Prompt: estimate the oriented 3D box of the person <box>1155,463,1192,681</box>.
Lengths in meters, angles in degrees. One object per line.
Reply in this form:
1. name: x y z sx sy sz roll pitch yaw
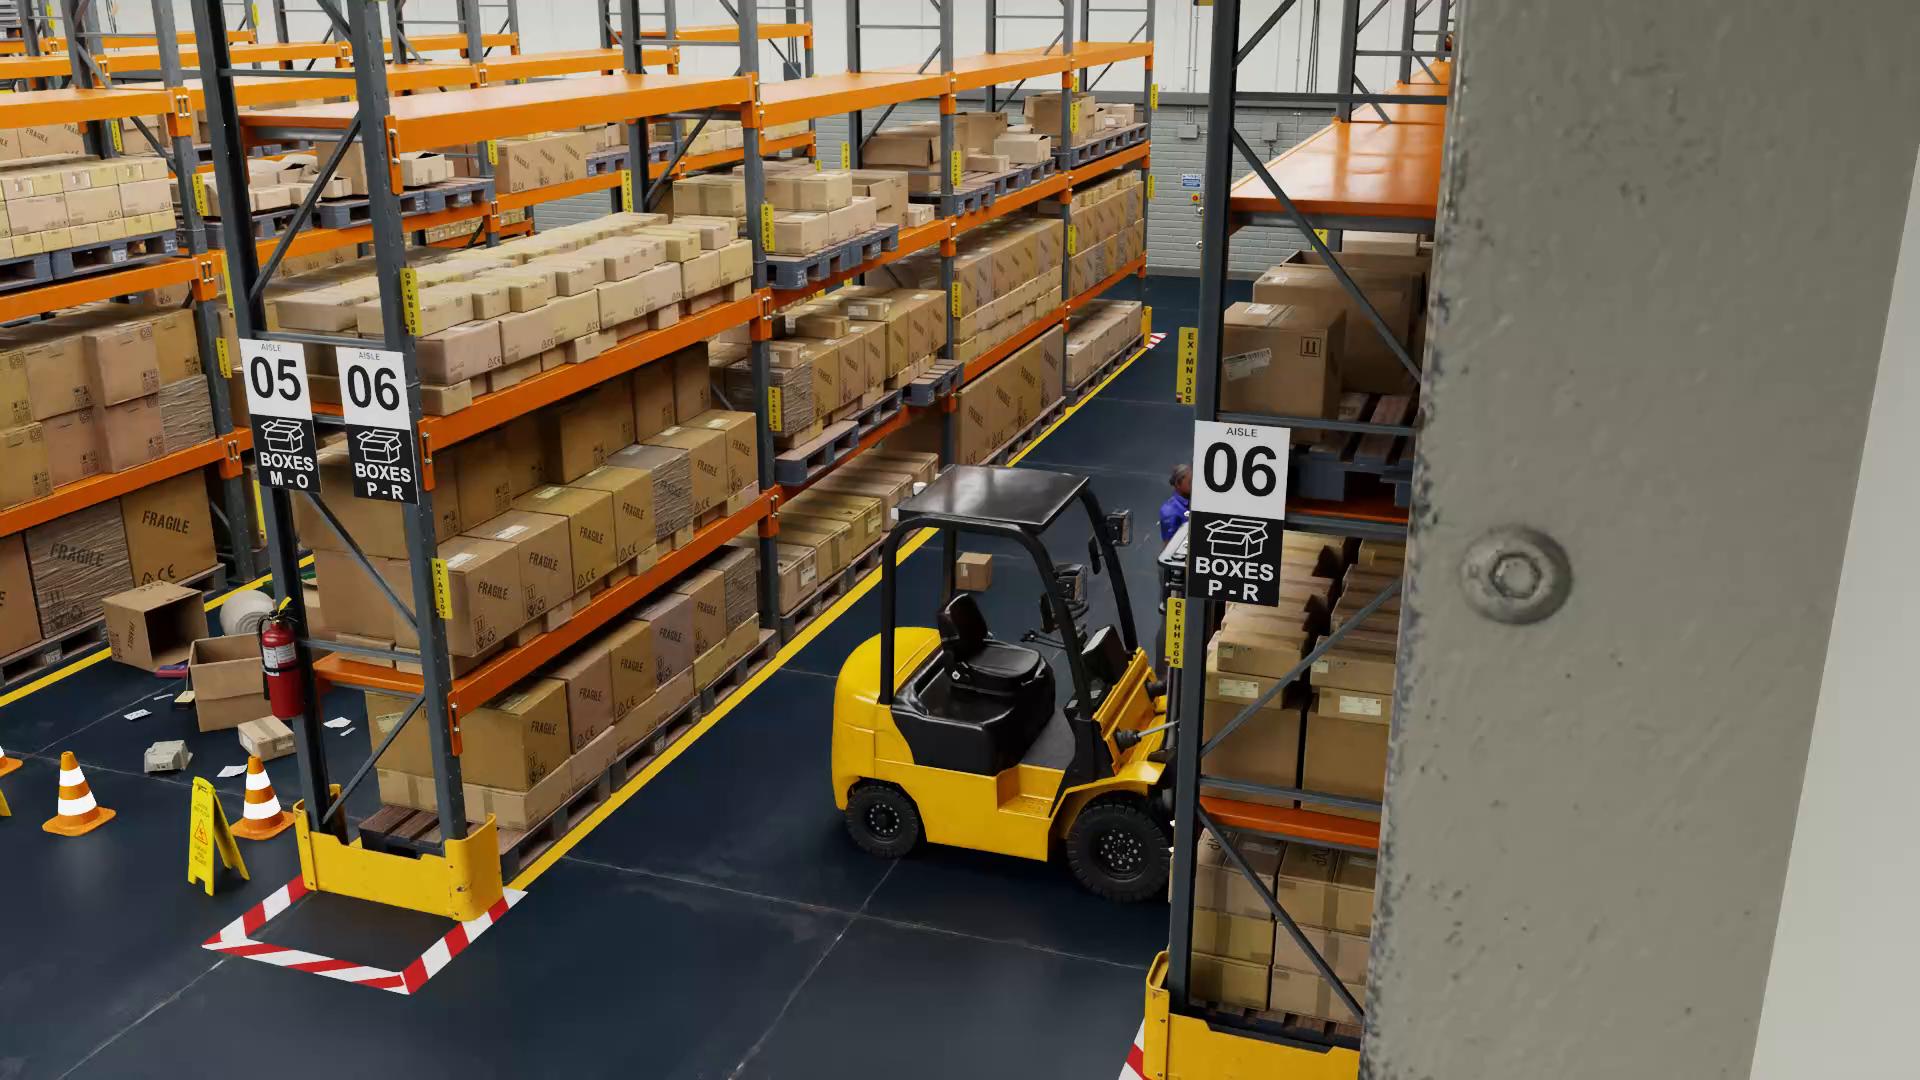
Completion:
1. person: 1.632 0.250 12.100 0.323 1.663 0.446 15 24 37
